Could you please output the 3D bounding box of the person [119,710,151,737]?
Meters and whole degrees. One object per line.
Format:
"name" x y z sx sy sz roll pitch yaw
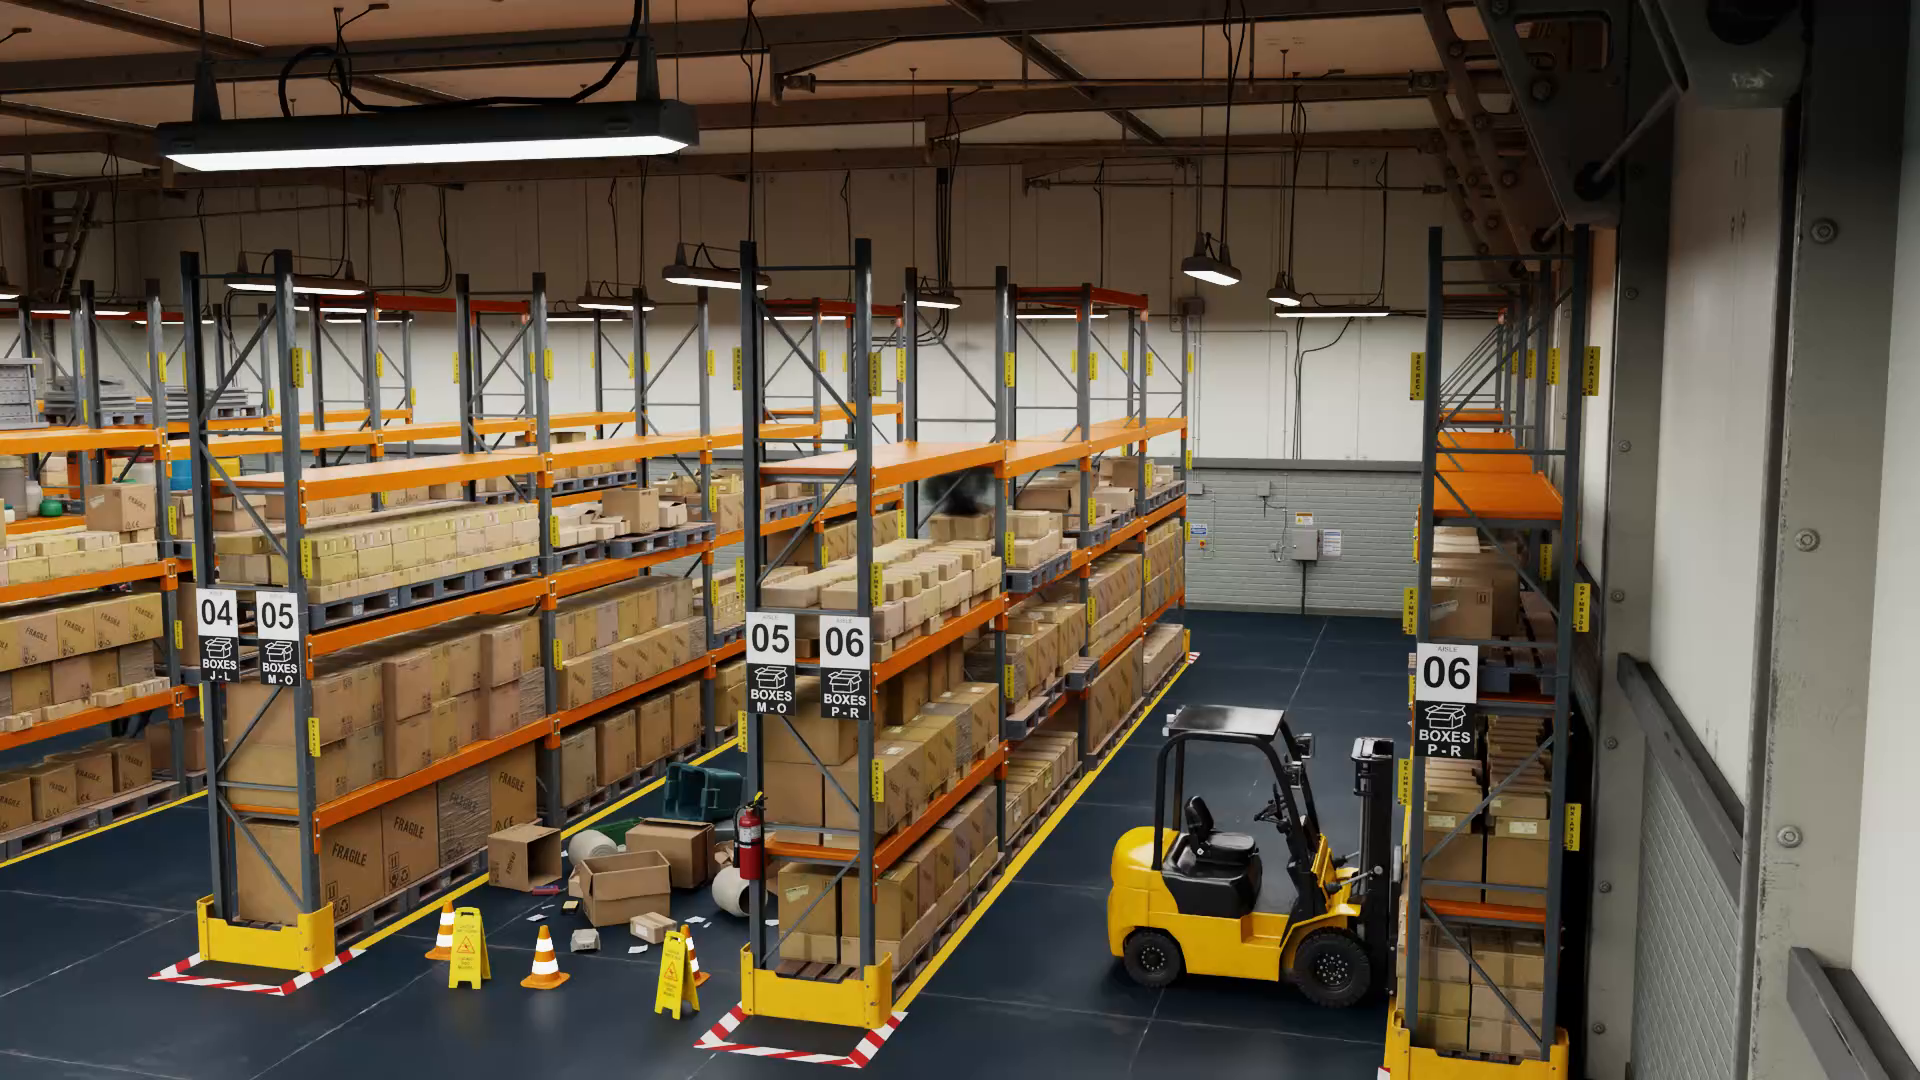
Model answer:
"person" -11.325 1.790 22.608 0.681 1.727 0.821 1 6 9

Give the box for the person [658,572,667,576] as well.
"person" -4.929 1.307 27.653 0.595 1.557 0.526 0 6 2
